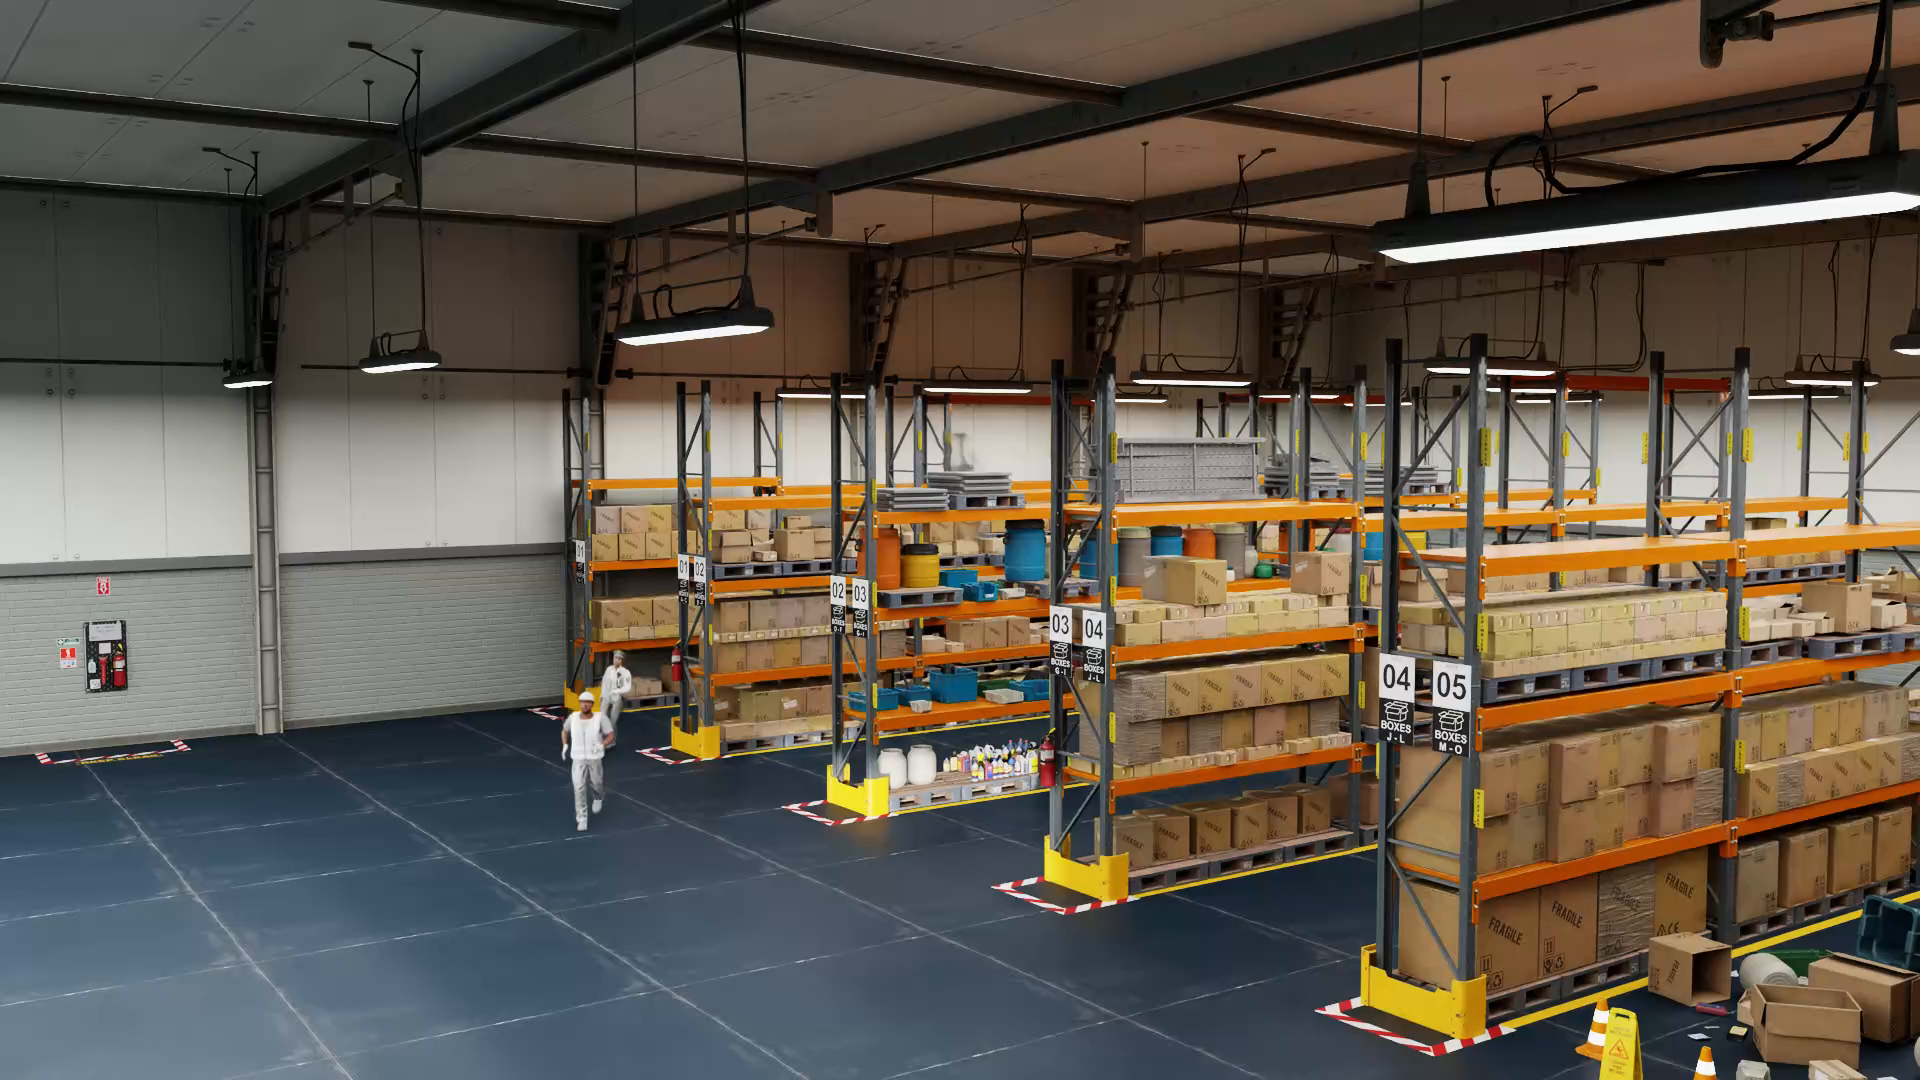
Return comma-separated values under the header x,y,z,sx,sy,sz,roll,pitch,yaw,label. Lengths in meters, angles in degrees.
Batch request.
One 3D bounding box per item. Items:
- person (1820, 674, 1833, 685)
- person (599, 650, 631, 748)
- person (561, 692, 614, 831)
x,y,z,sx,sy,sz,roll,pitch,yaw,label
12.763,2.783,24.553,0.550,1.623,0.582,-3,5,-35,person
-5.585,2.600,26.857,0.595,1.660,0.658,1,4,10,person
-4.899,2.865,21.858,0.713,1.762,0.945,0,4,-4,person
